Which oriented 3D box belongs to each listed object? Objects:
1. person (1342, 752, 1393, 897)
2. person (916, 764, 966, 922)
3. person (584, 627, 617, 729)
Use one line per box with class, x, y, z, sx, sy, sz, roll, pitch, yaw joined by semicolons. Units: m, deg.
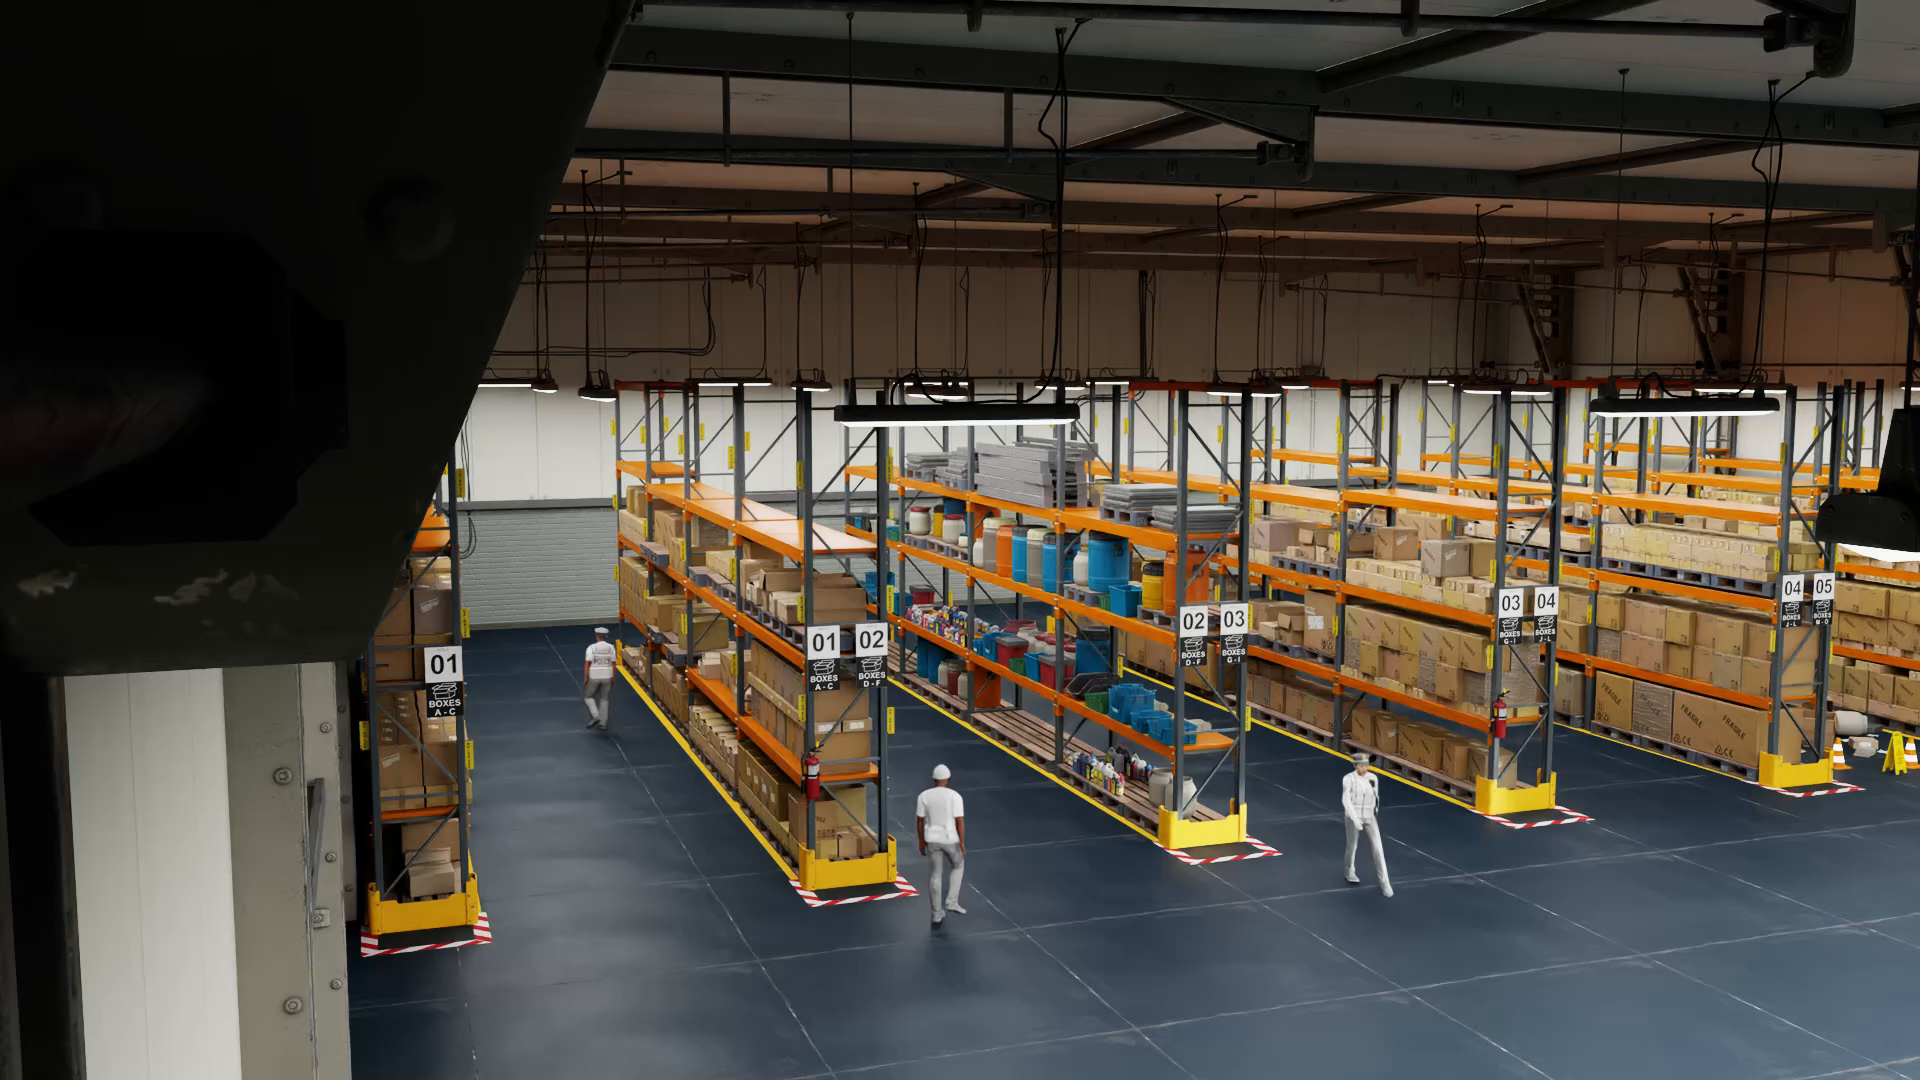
person;4.904;3.388;20.111;0.568;1.659;0.759;0;6;2
person;-0.210;3.442;18.982;0.610;1.750;0.538;2;6;14
person;-6.227;2.409;28.804;0.581;1.754;0.489;-3;7;-26
